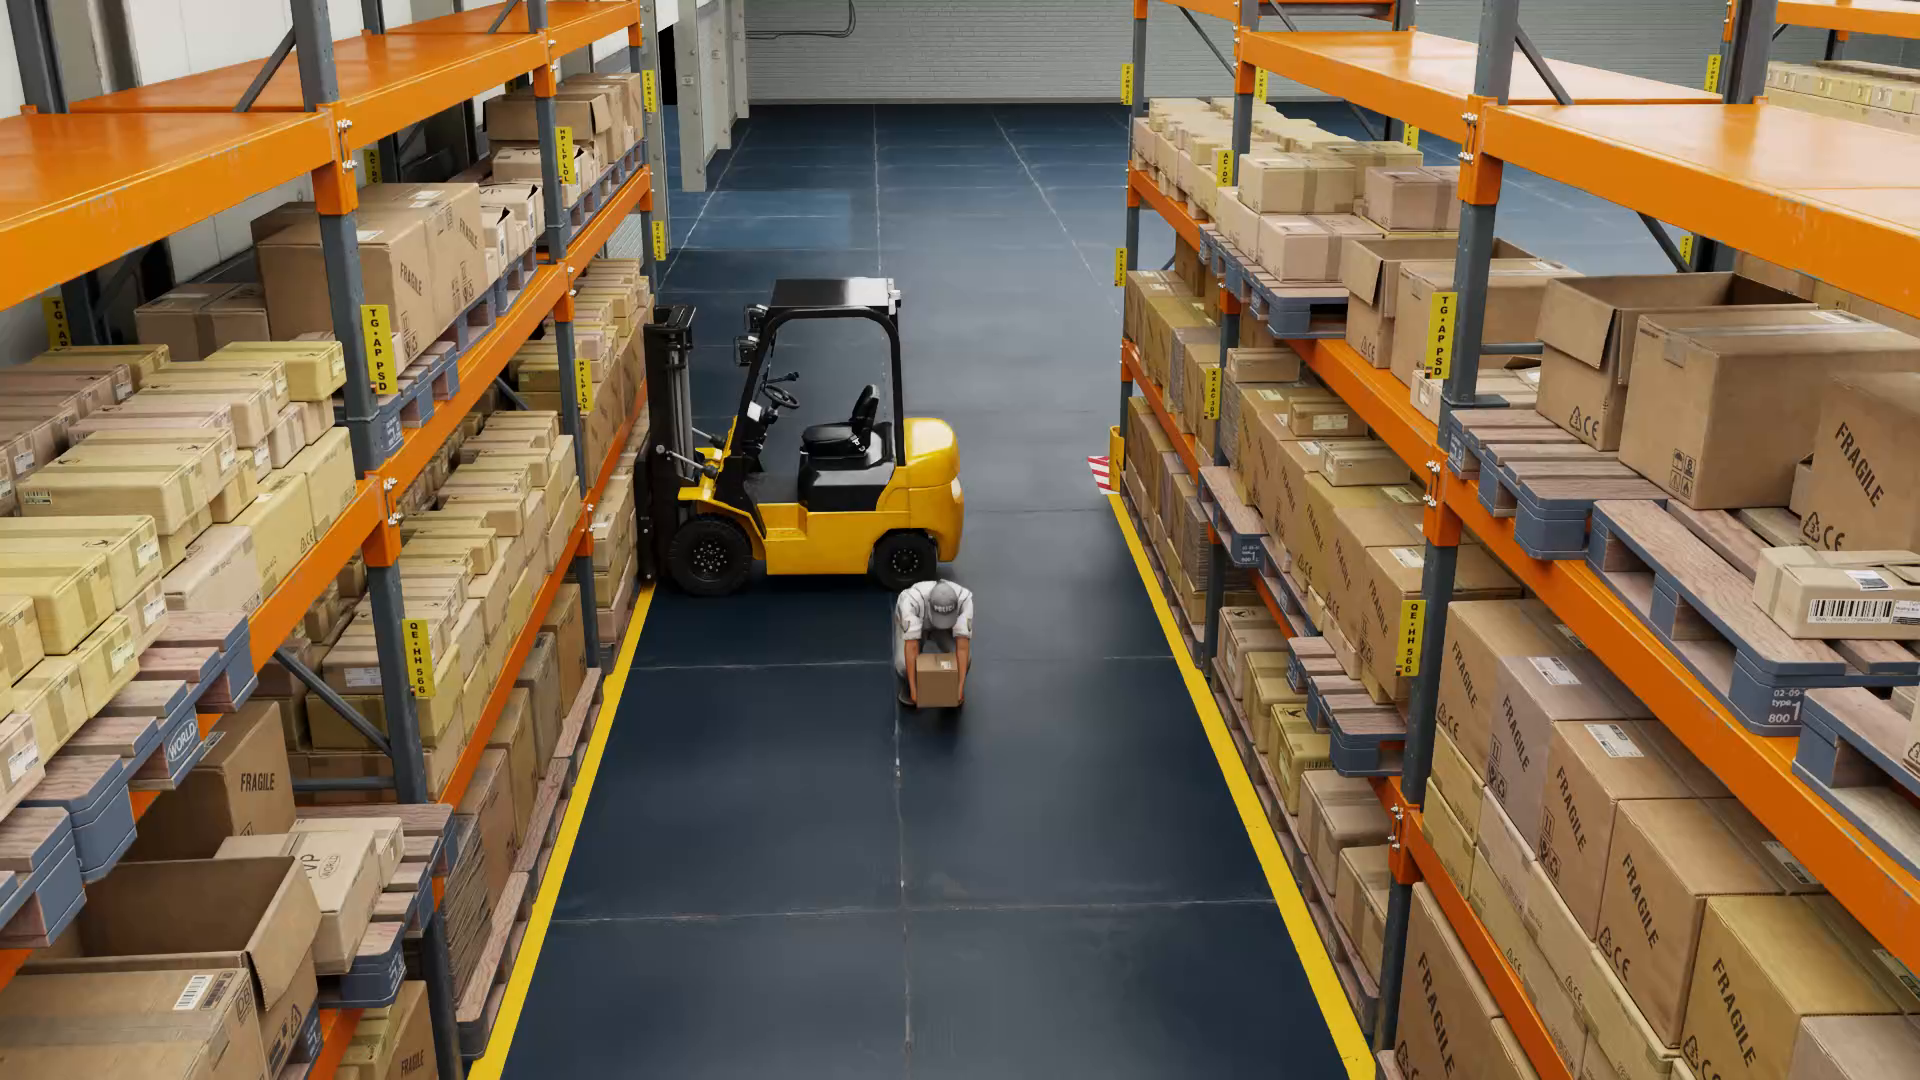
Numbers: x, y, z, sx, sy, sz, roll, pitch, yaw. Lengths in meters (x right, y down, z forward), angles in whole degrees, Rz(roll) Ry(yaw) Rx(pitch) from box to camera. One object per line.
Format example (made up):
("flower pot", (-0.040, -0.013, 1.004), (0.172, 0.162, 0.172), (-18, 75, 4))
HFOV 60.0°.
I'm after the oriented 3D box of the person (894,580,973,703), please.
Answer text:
("person", (-0.177, 0.587, 10.476), (0.495, 0.907, 0.867), (-2, 21, -4))
